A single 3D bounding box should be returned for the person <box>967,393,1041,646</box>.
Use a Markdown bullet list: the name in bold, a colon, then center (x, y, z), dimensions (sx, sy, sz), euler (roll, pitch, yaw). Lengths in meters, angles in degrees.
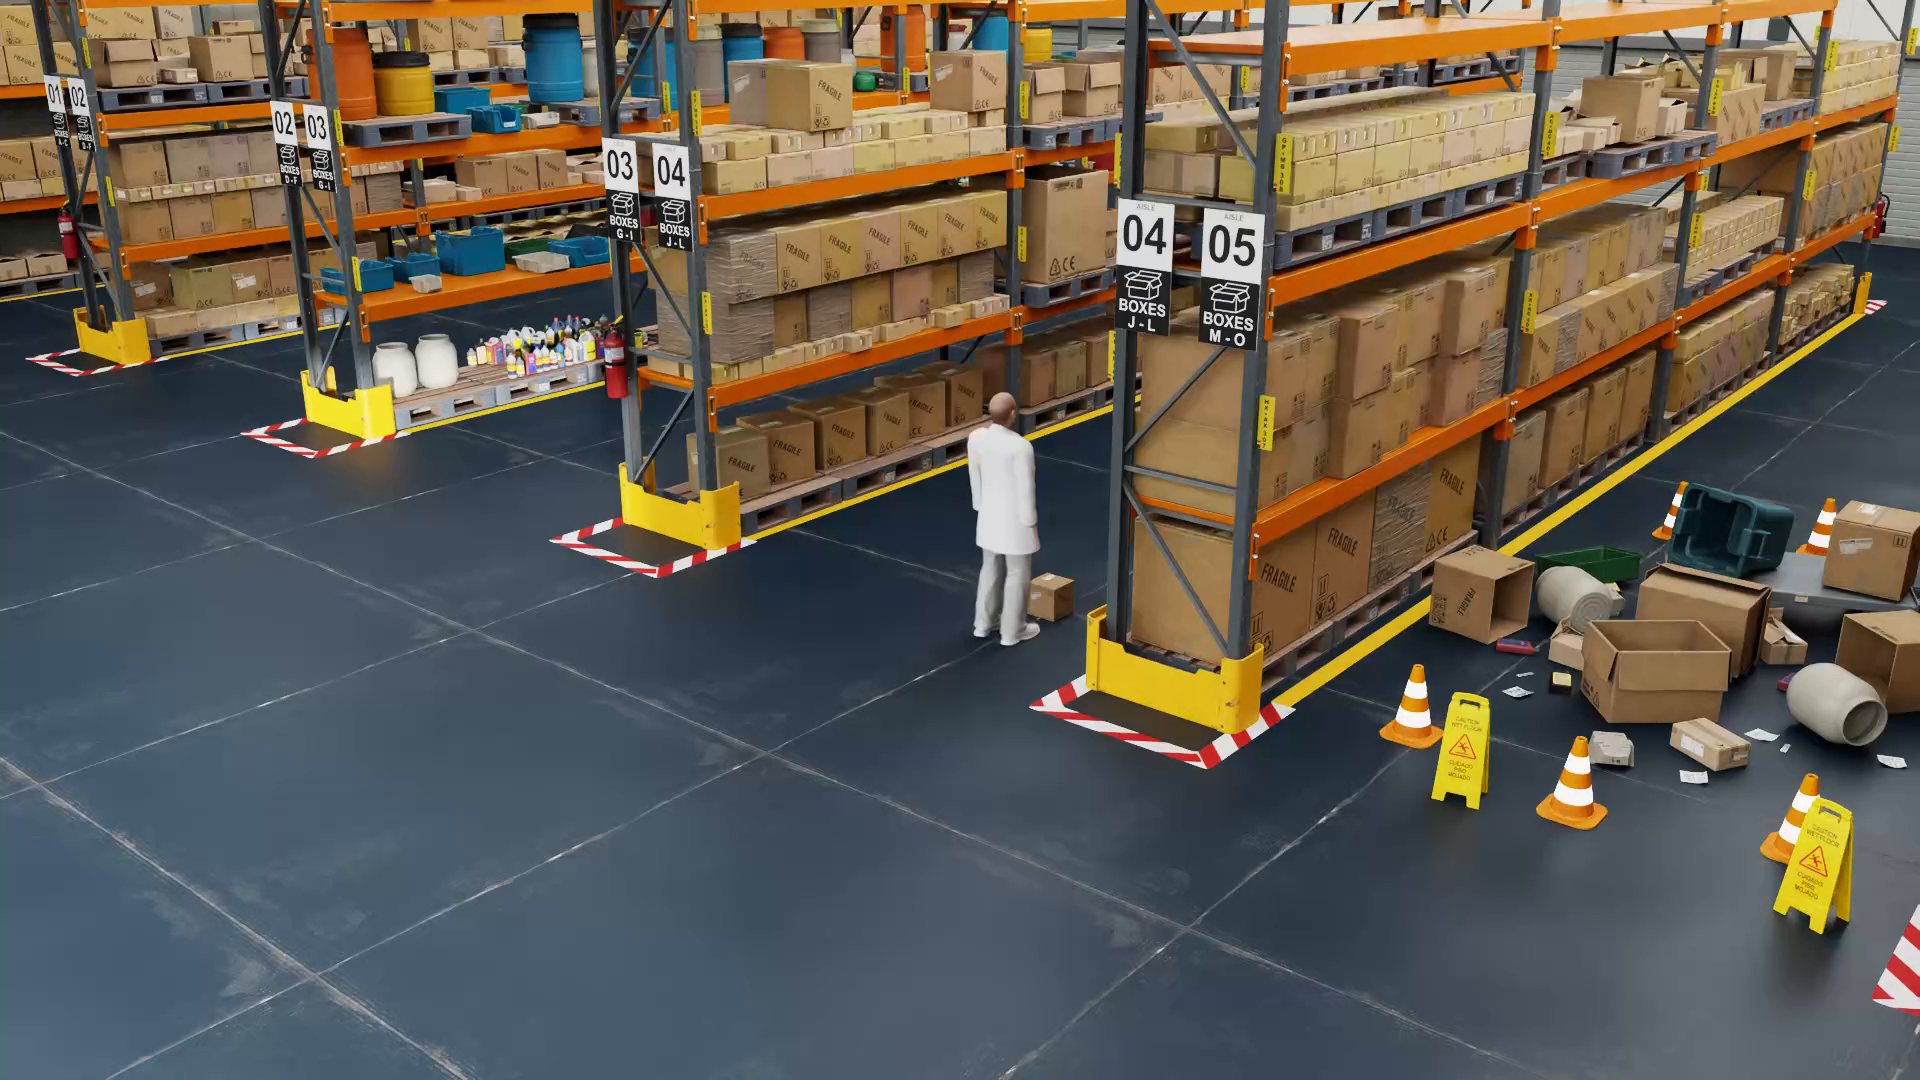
- **person**: center (0.311, -0.163, 11.556), dimensions (0.560, 1.781, 0.382), euler (16, 26, 38)
